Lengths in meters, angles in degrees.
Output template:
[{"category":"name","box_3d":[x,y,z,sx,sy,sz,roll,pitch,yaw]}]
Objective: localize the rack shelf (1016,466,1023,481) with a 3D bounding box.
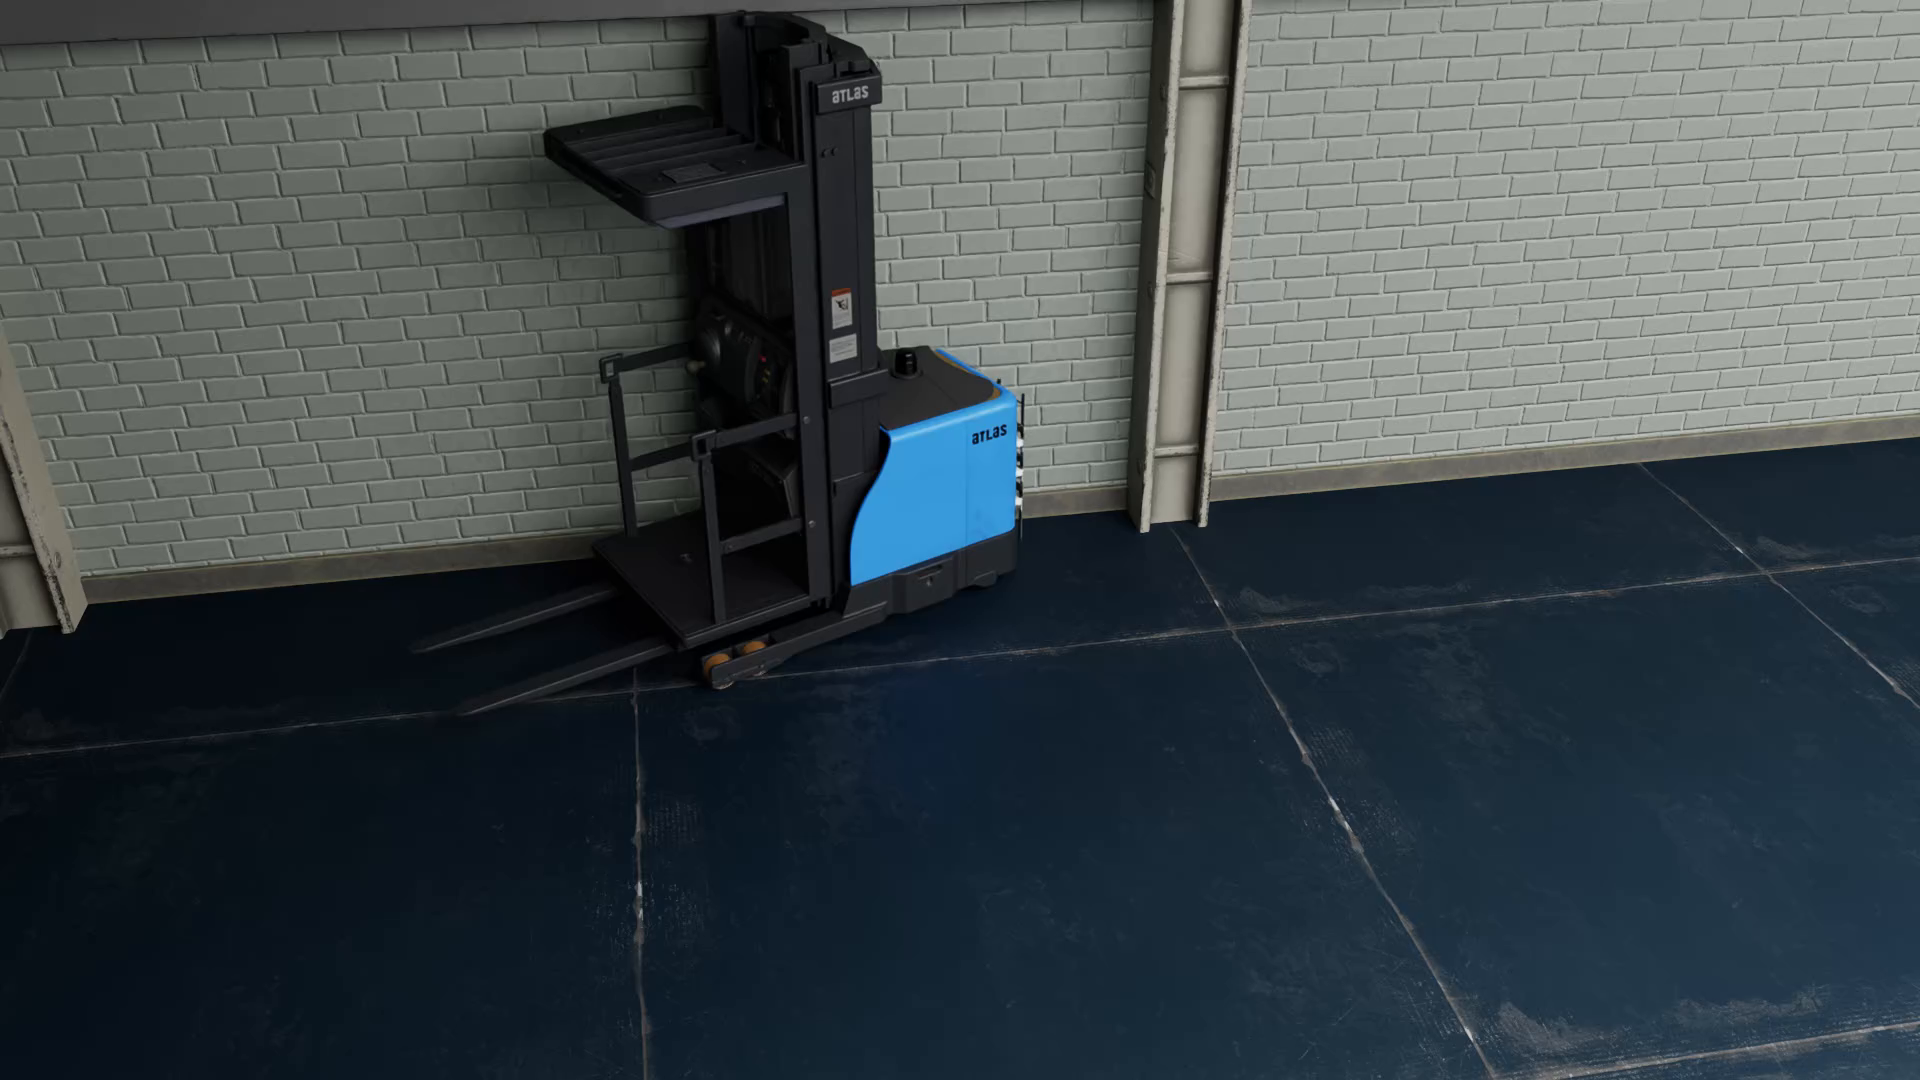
[{"category":"rack shelf","box_3d":[0.188,-0.375,9.065,0.200,0.077,0.258,-19,35,-29]}]

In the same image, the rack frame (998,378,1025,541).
[{"category":"rack frame","box_3d":[0.273,-0.432,9.097,0.006,0.900,0.240,-19,35,-29]}]

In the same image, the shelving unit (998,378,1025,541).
[{"category":"shelving unit","box_3d":[0.188,-0.403,9.048,0.210,0.900,0.258,-19,35,-29]}]

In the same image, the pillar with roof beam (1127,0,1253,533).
[{"category":"pillar with roof beam","box_3d":[1.949,-1.869,3.550,0.400,9.000,9.100,-5,31,-9]}]

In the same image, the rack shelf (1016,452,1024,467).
[{"category":"rack shelf","box_3d":[0.188,-0.452,9.020,0.200,0.077,0.258,-19,35,-29]}]

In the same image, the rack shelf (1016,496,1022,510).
[{"category":"rack shelf","box_3d":[0.188,-0.220,9.156,0.200,0.077,0.258,-19,35,-29]}]

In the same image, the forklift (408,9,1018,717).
[{"category":"forklift","box_3d":[-1.200,-0.851,7.805,3.031,2.935,1.130,-19,35,-29]}]

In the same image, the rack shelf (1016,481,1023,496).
[{"category":"rack shelf","box_3d":[0.188,-0.297,9.111,0.200,0.077,0.258,-19,35,-29]}]

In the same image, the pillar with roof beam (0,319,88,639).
[{"category":"pillar with roof beam","box_3d":[-3.953,-1.321,2.619,0.400,9.000,9.100,-5,31,-9]}]

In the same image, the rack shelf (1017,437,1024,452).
[{"category":"rack shelf","box_3d":[0.188,-0.530,8.974,0.200,0.077,0.258,-19,35,-29]}]

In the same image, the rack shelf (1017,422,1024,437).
[{"category":"rack shelf","box_3d":[0.188,-0.607,8.928,0.200,0.077,0.258,-19,35,-29]}]
